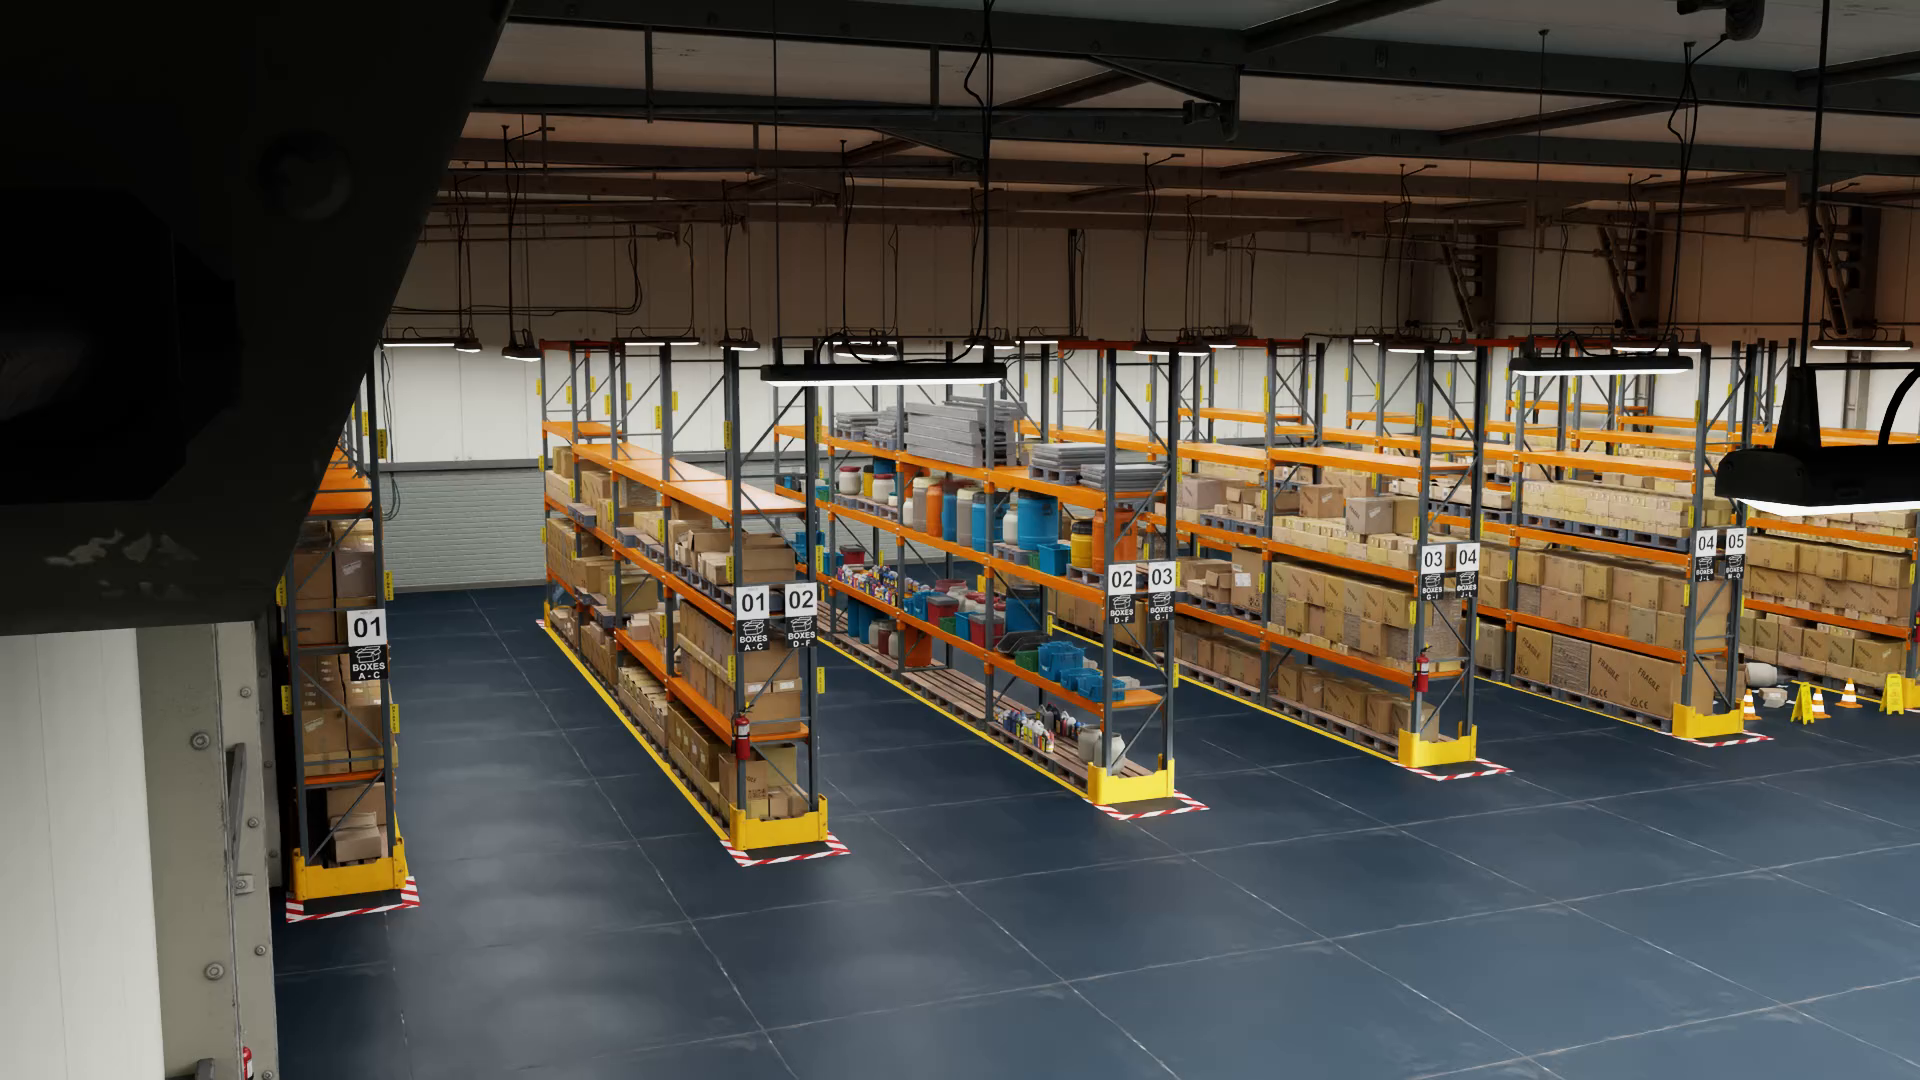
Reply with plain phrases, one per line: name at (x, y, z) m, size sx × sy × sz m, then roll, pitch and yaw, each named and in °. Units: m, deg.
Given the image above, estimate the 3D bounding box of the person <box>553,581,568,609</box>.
person at (-8.872, 0.656, 36.806) m, size 0.476 × 1.763 × 0.602 m, roll -3°, pitch 8°, yaw -21°

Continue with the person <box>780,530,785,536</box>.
person at (-4.162, 0.519, 38.685) m, size 0.962 × 1.542 × 0.415 m, roll 3°, pitch 8°, yaw 22°

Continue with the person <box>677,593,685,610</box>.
person at (-6.166, 0.795, 35.849) m, size 0.480 × 1.792 × 0.632 m, roll -4°, pitch 9°, yaw -31°
